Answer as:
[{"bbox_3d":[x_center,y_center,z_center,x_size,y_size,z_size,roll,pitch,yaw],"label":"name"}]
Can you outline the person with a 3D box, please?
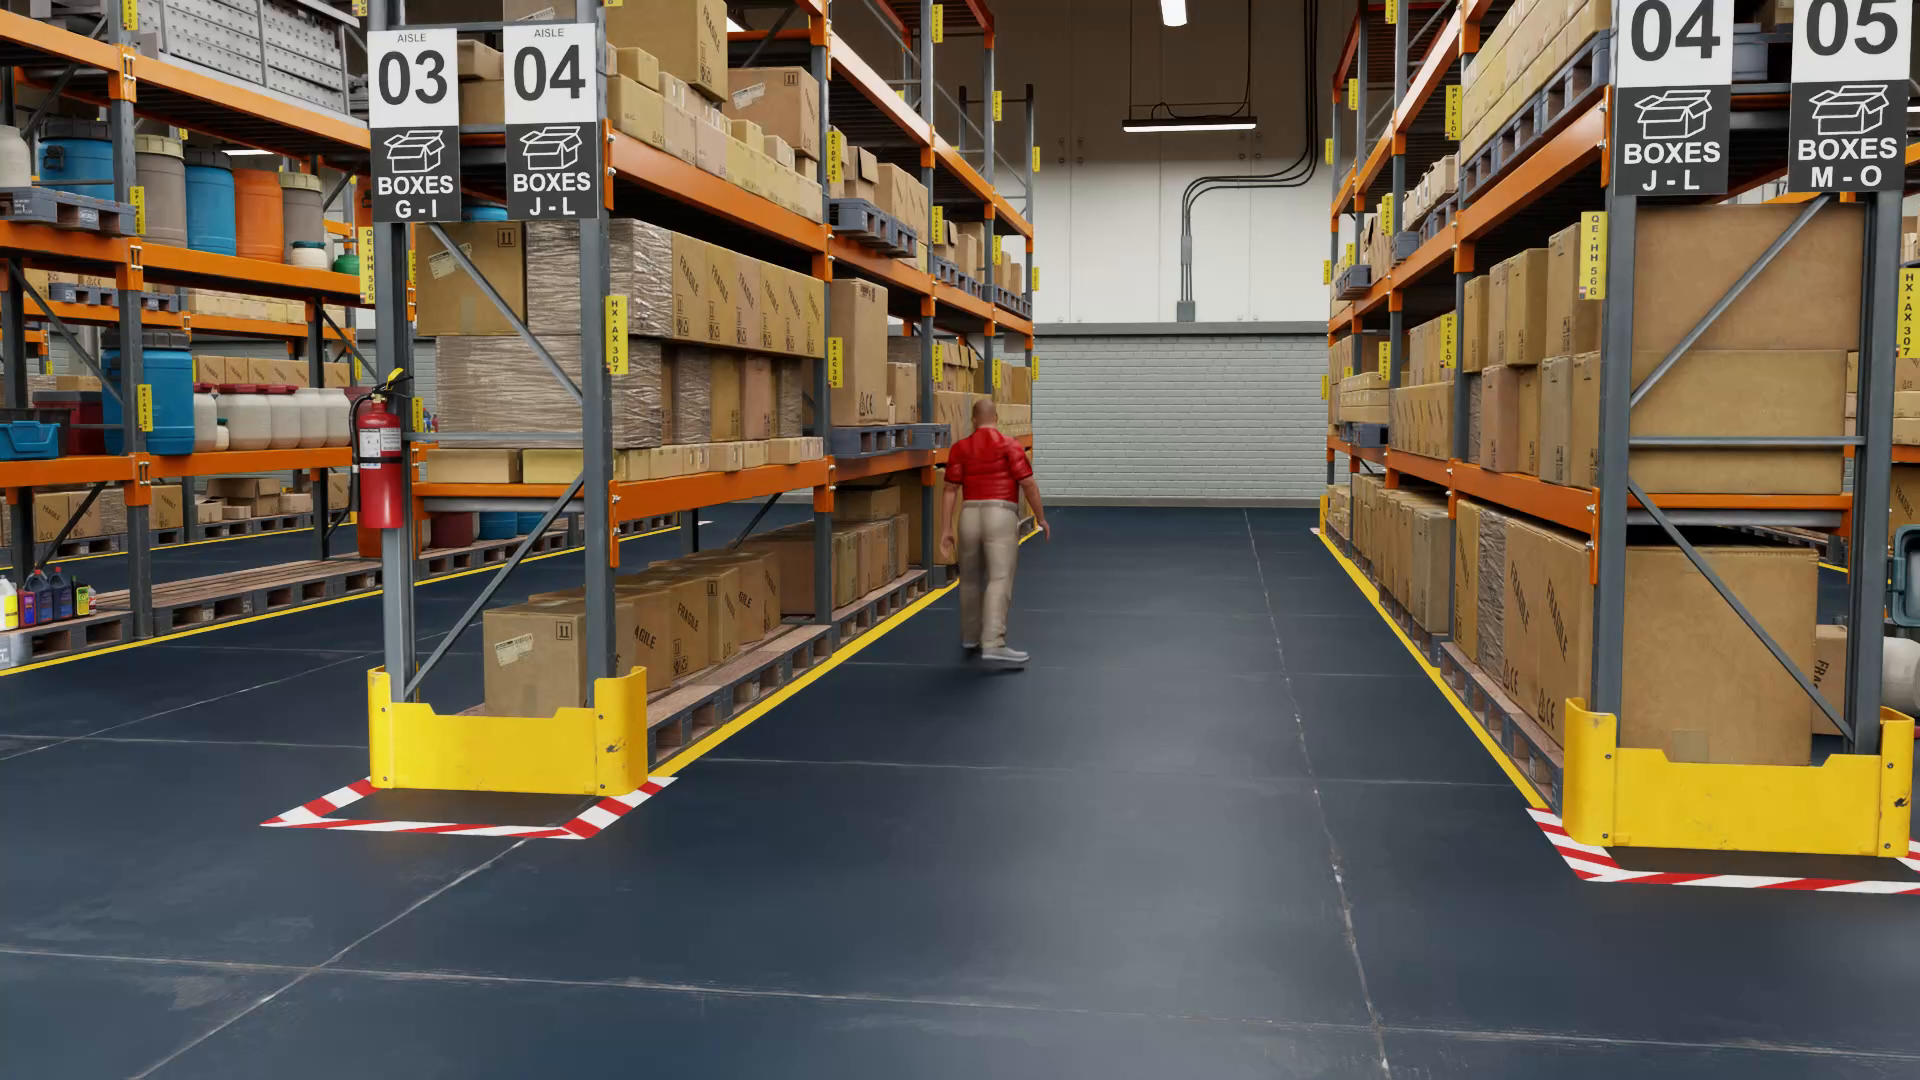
[{"bbox_3d":[0.216,-0.083,10.811,0.728,1.666,0.948,2,5,26],"label":"person"}]
